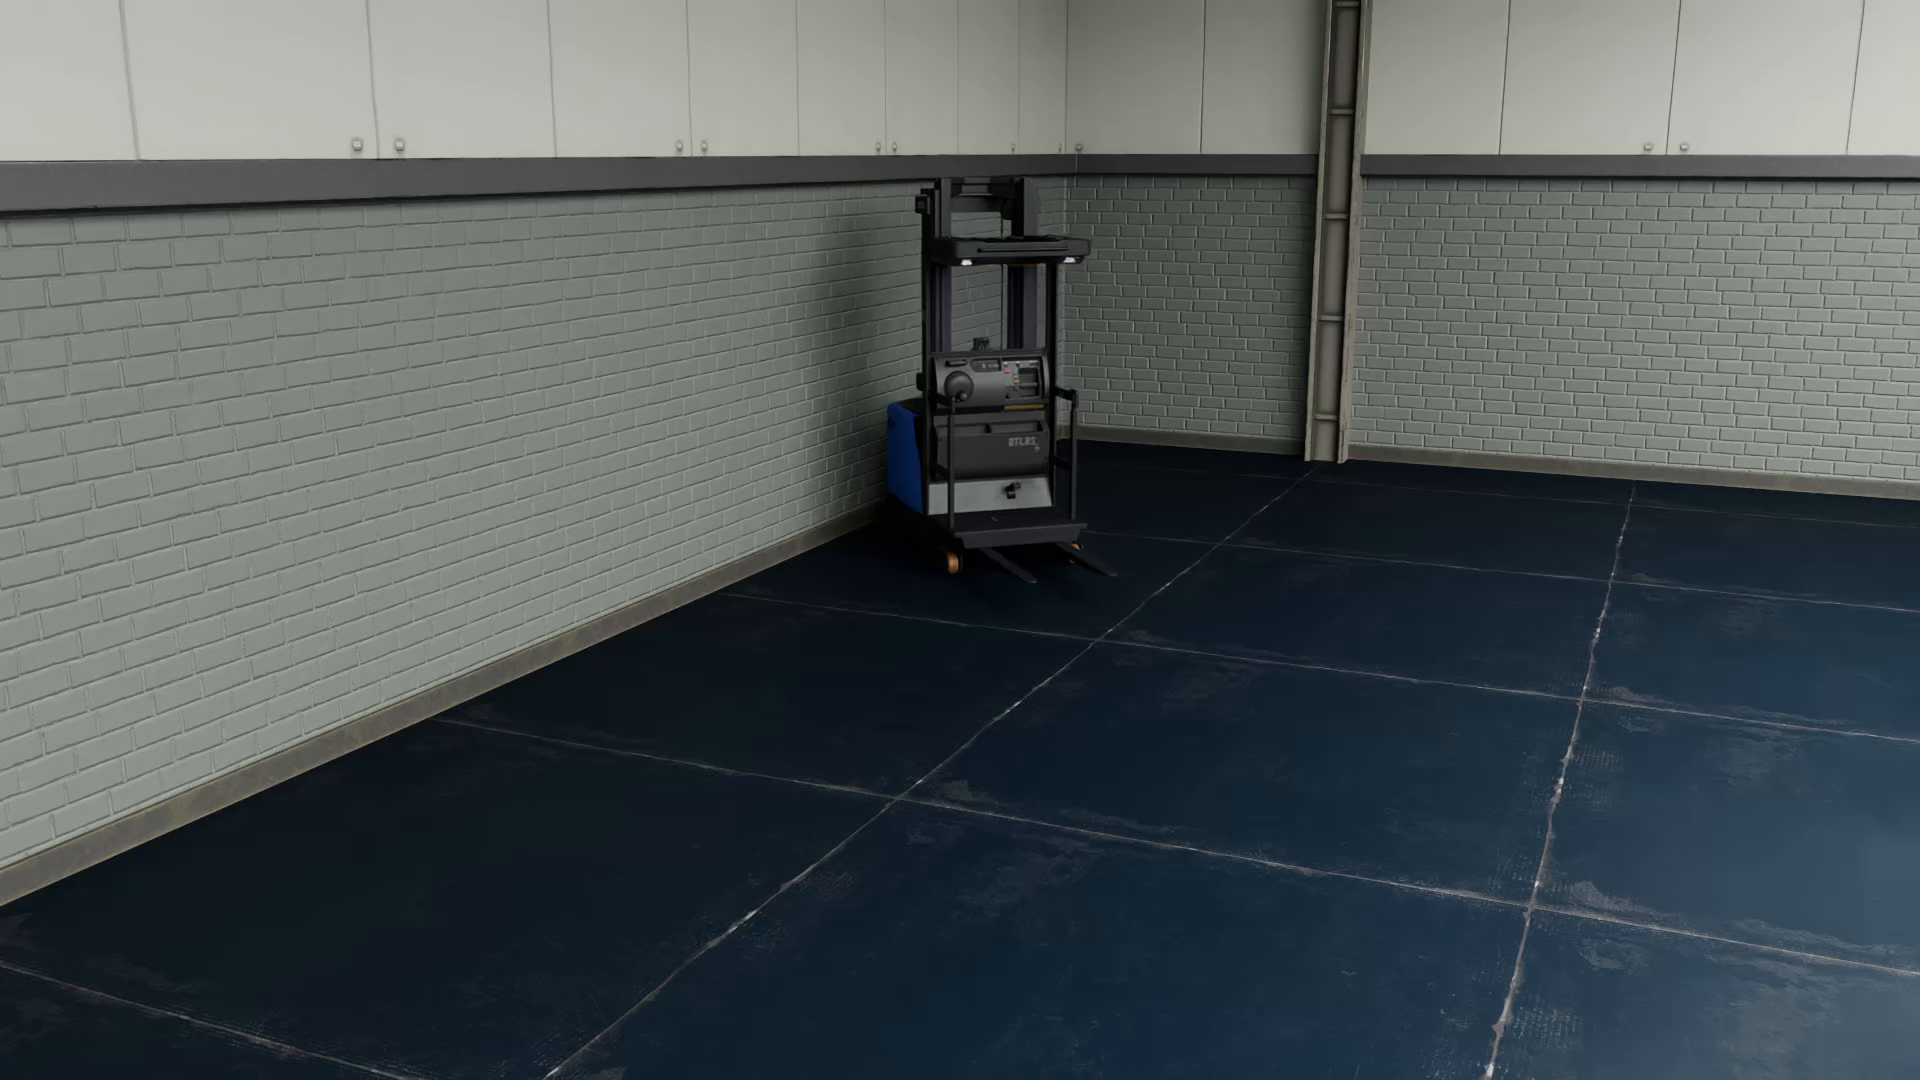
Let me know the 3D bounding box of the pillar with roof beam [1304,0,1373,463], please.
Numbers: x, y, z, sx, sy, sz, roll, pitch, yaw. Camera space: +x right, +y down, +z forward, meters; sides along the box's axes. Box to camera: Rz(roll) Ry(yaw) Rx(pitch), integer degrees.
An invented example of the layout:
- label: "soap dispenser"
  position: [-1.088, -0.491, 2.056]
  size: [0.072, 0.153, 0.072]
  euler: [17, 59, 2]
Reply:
- label: "pillar with roof beam"
  position: [2.073, -4.322, 12.475]
  size: [0.400, 9.000, 9.100]
  euler: [6, 14, 23]

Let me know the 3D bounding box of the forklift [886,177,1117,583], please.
- label: "forklift"
  position: [0.316, -1.268, 12.744]
  size: [1.130, 2.935, 3.031]
  euler: [-4, 14, -18]
